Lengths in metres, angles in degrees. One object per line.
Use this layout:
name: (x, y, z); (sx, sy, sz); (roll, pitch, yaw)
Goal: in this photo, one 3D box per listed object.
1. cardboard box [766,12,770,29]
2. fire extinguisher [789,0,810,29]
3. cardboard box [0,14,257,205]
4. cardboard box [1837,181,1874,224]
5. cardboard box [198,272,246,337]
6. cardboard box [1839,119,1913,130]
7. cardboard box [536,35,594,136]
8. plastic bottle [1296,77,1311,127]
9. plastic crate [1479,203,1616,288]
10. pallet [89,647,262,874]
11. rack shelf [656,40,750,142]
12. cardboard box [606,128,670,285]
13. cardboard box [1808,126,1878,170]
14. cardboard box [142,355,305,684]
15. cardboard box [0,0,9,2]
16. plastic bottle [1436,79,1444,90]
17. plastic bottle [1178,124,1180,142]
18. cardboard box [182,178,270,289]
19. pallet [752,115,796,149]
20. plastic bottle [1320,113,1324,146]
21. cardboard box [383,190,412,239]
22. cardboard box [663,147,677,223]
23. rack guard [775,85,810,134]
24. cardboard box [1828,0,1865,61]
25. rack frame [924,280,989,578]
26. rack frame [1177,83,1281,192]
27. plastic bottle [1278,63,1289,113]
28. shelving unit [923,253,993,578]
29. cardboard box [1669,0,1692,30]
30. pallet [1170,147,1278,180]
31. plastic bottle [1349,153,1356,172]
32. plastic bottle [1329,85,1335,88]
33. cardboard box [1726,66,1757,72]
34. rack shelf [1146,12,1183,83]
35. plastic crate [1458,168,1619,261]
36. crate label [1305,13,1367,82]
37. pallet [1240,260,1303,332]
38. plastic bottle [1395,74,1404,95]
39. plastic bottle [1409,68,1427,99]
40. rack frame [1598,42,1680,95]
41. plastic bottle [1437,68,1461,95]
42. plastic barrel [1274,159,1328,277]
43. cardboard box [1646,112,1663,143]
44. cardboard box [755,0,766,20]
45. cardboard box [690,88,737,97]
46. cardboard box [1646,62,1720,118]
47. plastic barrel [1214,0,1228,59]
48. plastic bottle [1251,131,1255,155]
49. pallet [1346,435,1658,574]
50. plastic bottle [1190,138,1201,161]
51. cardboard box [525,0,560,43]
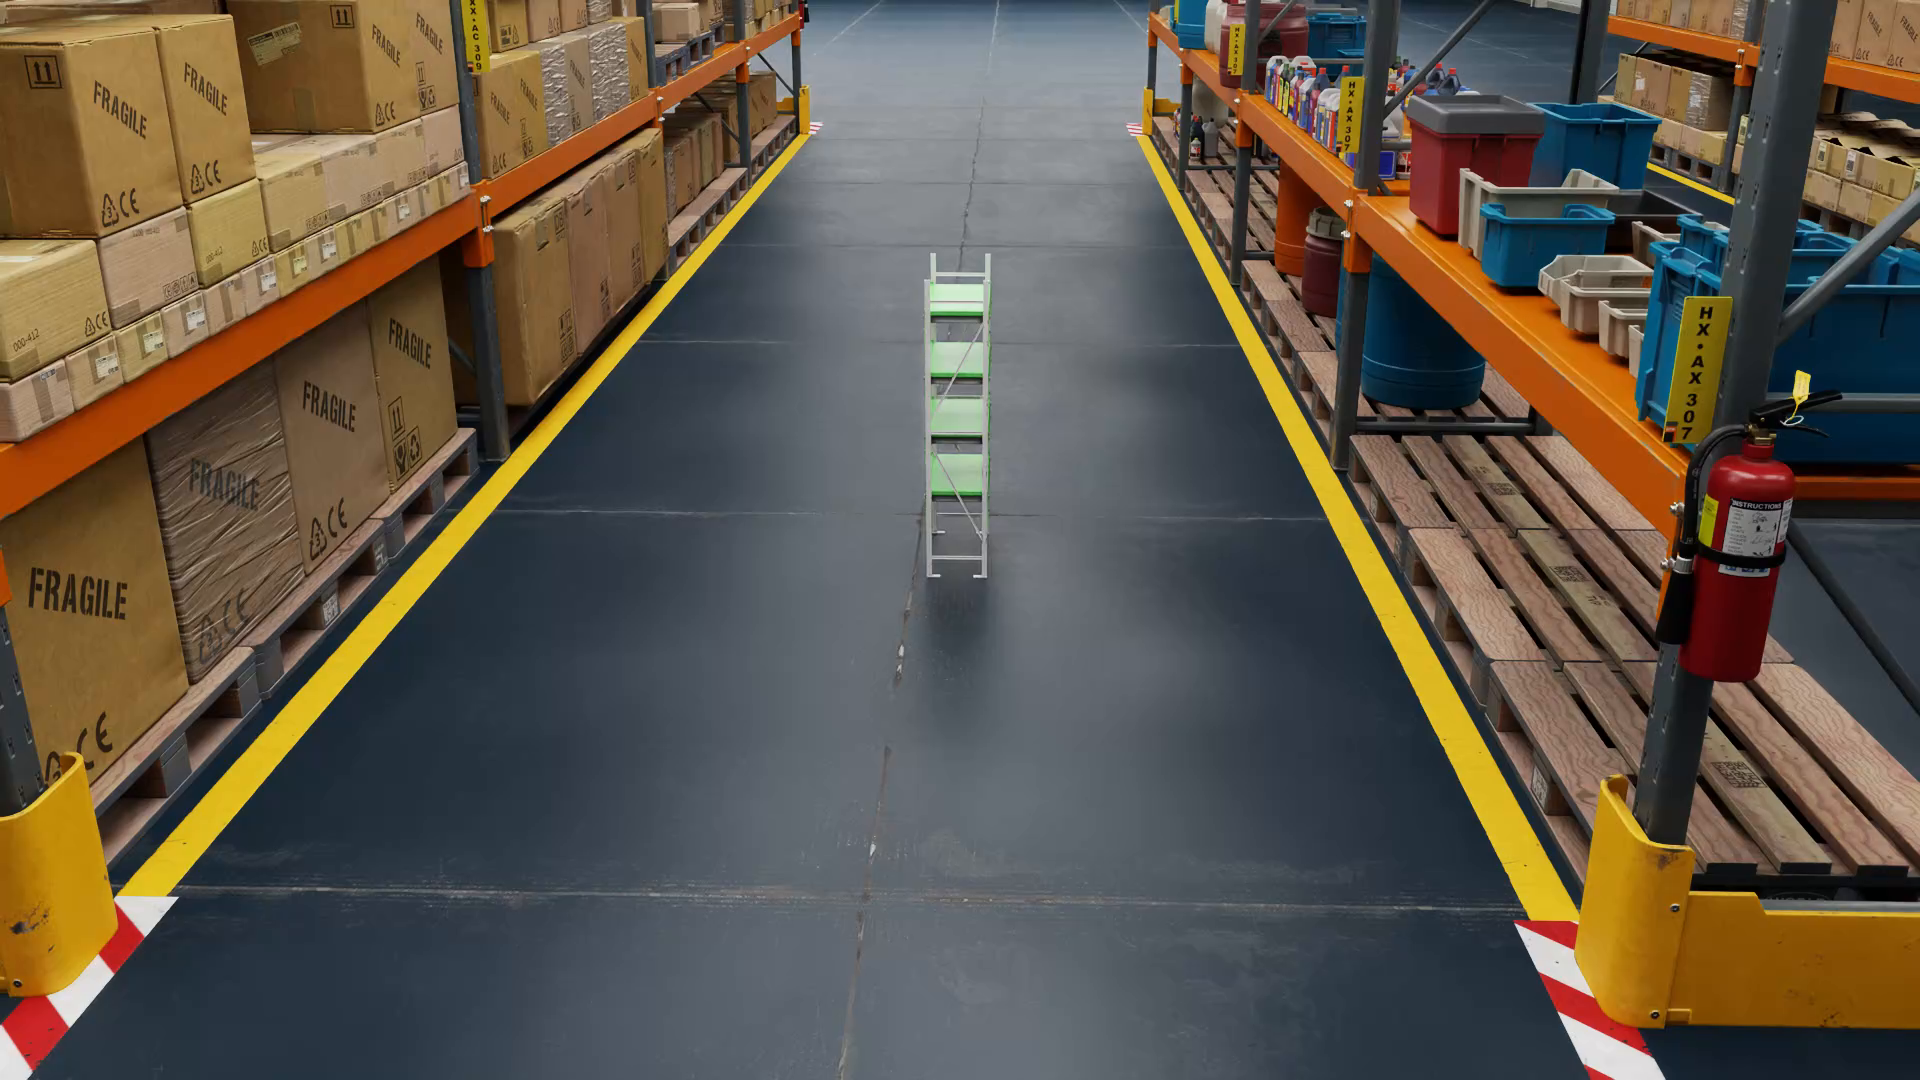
cardboard box: (-2.101, -5.182, 16.586); (0.380, 0.149, 0.250); (1, 21, 2)
fire extinguisher: (-1.854, -6.129, 18.785); (0.296, 0.674, 0.183); (1, 21, 2)
cardboard box: (-2.496, -1.301, 4.994); (0.500, 0.500, 0.500); (0, 21, 0)
cardboard box: (7.142, -2.601, 12.806); (0.500, 0.250, 0.500); (1, 21, 3)
cardboard box: (-2.435, -0.723, 5.092); (0.380, 0.149, 0.250); (0, 21, 1)
cardboard box: (7.726, -3.410, 14.115); (0.500, 0.311, 0.500); (1, 21, 3)
cardboard box: (-2.379, -2.550, 9.315); (0.500, 0.500, 0.500); (1, 21, 3)
plastic bottle: (1.987, -2.510, 9.528); (0.097, 0.271, 0.097); (0, 21, 0)
plastic crate: (1.952, -0.984, 5.568); (0.416, 0.233, 0.300); (1, 21, 2)
pallet: (-2.859, 0.666, 5.020); (1.003, 0.211, 1.213); (1, 21, 2)
rack shelf: (-2.501, -3.624, 13.217); (1.077, 0.370, 4.000); (1, 21, 2)
cardboard box: (-2.604, -2.192, 10.889); (1.225, 0.875, 0.875); (0, 21, -1)
cardboard box: (7.165, -3.233, 13.659); (0.500, 0.311, 0.500); (0, 21, 0)
cardboard box: (-2.838, -0.110, 5.523); (0.875, 0.875, 0.875); (1, 21, 2)
cardboard box: (-7.479, -4.185, 12.148); (0.700, 0.500, 0.500); (0, 21, 1)
plastic bottle: (2.698, -2.449, 9.354); (0.061, 0.283, 0.133); (1, 21, 2)
plastic bottle: (2.249, -4.127, 16.778); (0.097, 0.201, 0.097); (0, 21, 0)
cardboard box: (-2.493, -0.953, 5.134); (0.500, 0.250, 0.500); (0, 21, 0)
pallet: (-2.381, -4.508, 18.355); (1.003, 0.211, 1.213); (1, 21, 2)
plastic bottle: (1.963, -2.194, 8.812); (0.097, 0.201, 0.097); (0, 21, 0)
cardboard box: (-2.389, -1.280, 6.529); (0.380, 0.149, 0.250); (1, 21, 3)
cardboard box: (-2.557, -2.719, 12.738); (0.700, 0.500, 0.500); (-1, 21, -3)
rack guard: (-2.321, -4.936, 19.059); (1.175, 0.500, 0.348); (1, 21, 2)
cardboard box: (7.406, -4.151, 13.442); (0.500, 0.500, 0.500); (2, 21, 6)
rack frame: (-0.012, -0.411, 6.430); (0.240, 1.200, 0.015); (1, 21, 2)
rack frame: (2.511, -4.628, 14.810); (1.000, 3.000, 0.127); (1, 21, 2)
plastic bottle: (1.989, -2.759, 10.155); (0.061, 0.283, 0.133); (1, 21, 2)
shelving unit: (-0.005, -0.500, 6.658); (0.258, 1.200, 0.503); (1, 21, 2)
cardboard box: (7.512, -5.337, 16.498); (0.700, 0.500, 0.500); (1, 21, 3)
pallet: (2.573, -3.570, 15.939); (1.003, 0.211, 1.213); (1, 21, 2)
plastic bottle: (1.918, -1.911, 7.969); (0.061, 0.283, 0.133); (1, 21, 2)
plastic bottle: (2.035, -2.358, 9.138); (0.097, 0.271, 0.097); (0, 21, 0)
cardboard box: (7.819, -4.361, 16.307); (0.500, 0.500, 0.500); (1, 21, 2)
rack shelf: (2.571, -5.016, 16.804); (1.077, 0.370, 4.000); (1, 21, 2)
plastic crate: (2.037, -1.158, 5.948); (0.437, 0.282, 0.530); (1, 21, 2)
crate label: (2.689, -3.554, 11.994); (0.502, 0.435, 0.616); (1, 21, 2)
pallet: (2.407, -1.596, 10.851); (1.003, 0.211, 1.213); (1, 21, 2)
plastic bottle: (2.774, -2.813, 10.407); (0.097, 0.201, 0.097); (0, 21, 0)
plastic bottle: (2.762, -2.705, 10.032); (0.097, 0.271, 0.097); (0, 21, 0)
rack frame: (7.583, -6.018, 18.393); (1.000, 3.000, 0.127); (1, 21, 2)
plastic bottle: (2.712, -2.422, 9.193); (0.144, 0.351, 0.185); (1, 21, 2)
plastic barrel: (2.391, -2.189, 10.943); (0.600, 0.830, 0.708); (1, 21, 2)
cardboard box: (7.297, -4.199, 16.923); (0.500, 0.250, 0.500); (1, 21, 2)
cardboard box: (-2.314, -5.210, 15.761); (0.875, 0.500, 0.500); (1, 21, 2)
cardboard box: (-2.438, -4.290, 16.813); (0.500, 0.500, 0.500); (-1, 21, -3)
cardboard box: (7.296, -4.548, 16.788); (0.500, 0.500, 0.500); (1, 21, 2)
plastic barrel: (2.240, -4.083, 13.216); (0.433, 0.535, 0.433); (0, 21, 0)
plastic bottle: (2.806, -3.887, 15.954); (0.144, 0.351, 0.185); (1, 21, 2)
pallet: (2.284, -0.169, 7.173); (1.003, 0.211, 1.213); (1, 21, 2)
plastic bottle: (2.210, -3.663, 15.583); (0.097, 0.201, 0.097); (0, 21, 0)
cardboard box: (-2.637, -3.008, 9.110); (0.797, 0.503, 0.637); (1, 21, 3)
